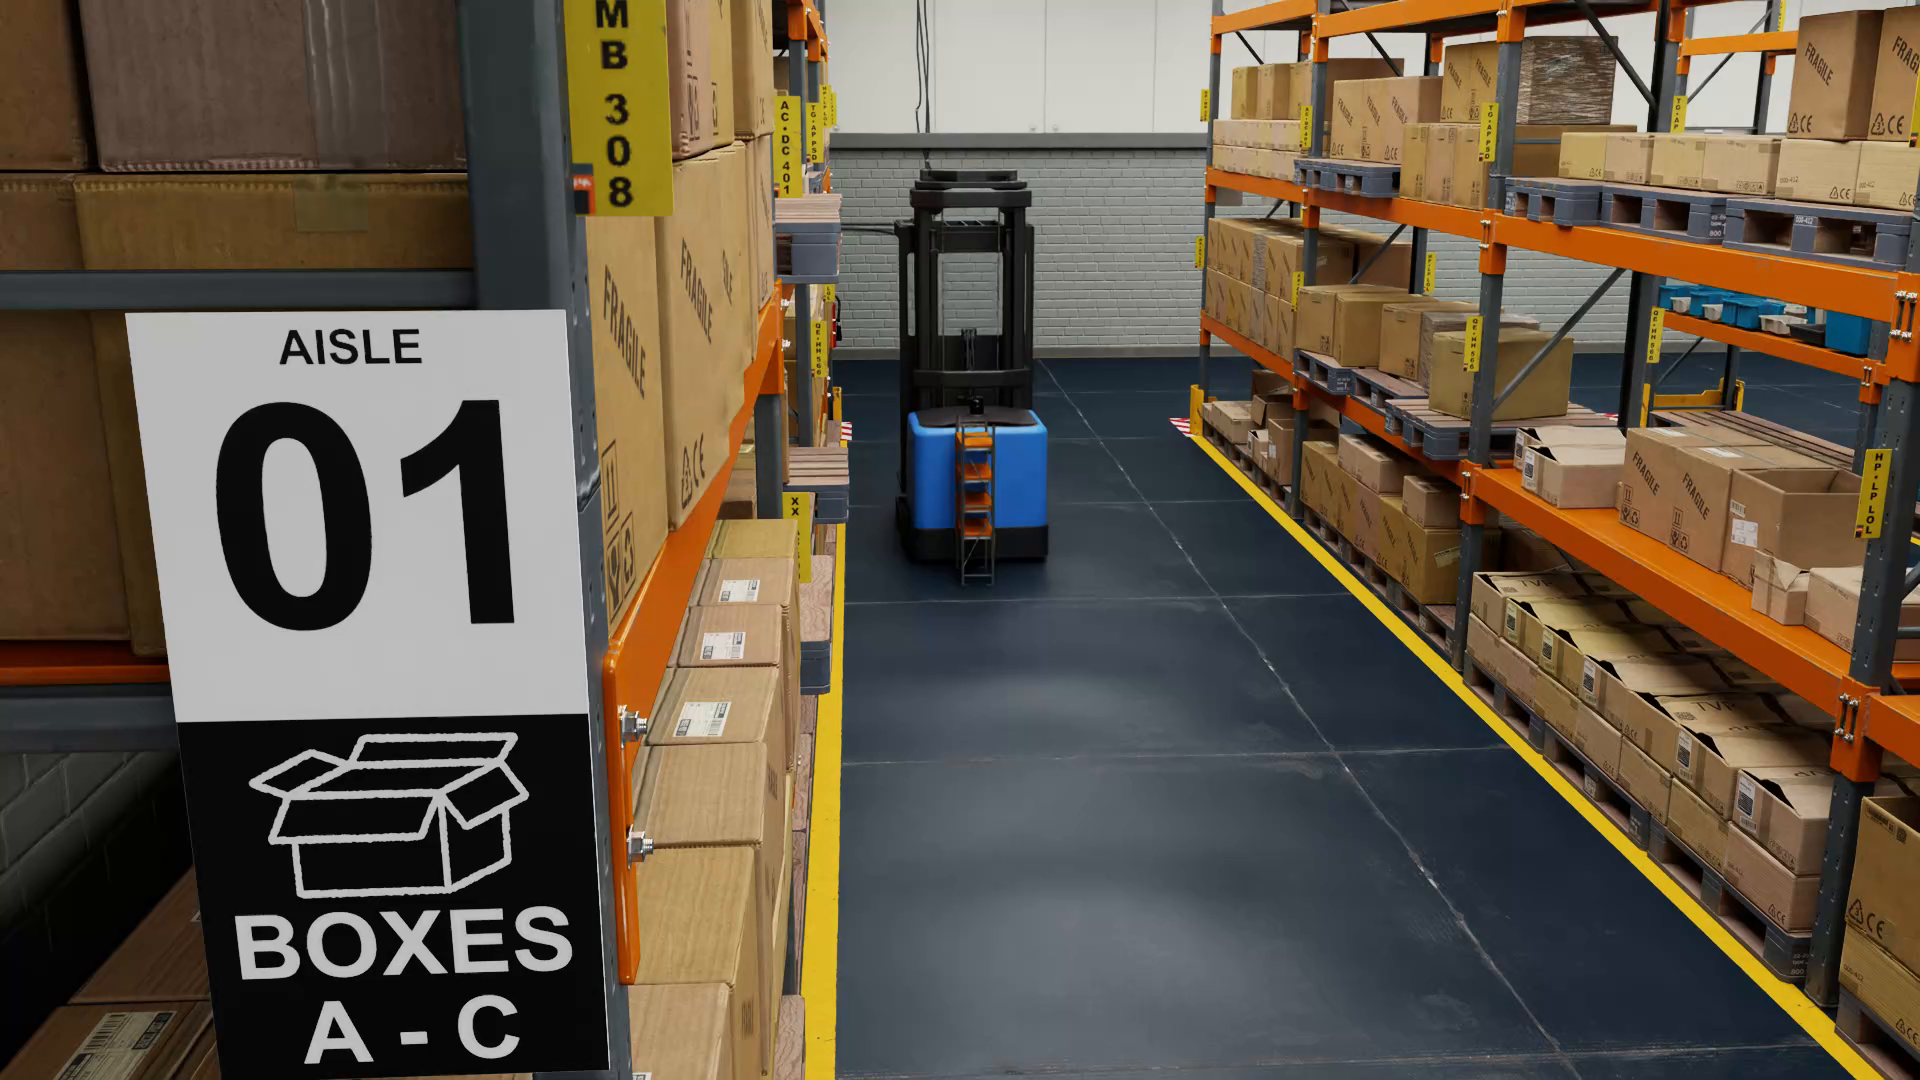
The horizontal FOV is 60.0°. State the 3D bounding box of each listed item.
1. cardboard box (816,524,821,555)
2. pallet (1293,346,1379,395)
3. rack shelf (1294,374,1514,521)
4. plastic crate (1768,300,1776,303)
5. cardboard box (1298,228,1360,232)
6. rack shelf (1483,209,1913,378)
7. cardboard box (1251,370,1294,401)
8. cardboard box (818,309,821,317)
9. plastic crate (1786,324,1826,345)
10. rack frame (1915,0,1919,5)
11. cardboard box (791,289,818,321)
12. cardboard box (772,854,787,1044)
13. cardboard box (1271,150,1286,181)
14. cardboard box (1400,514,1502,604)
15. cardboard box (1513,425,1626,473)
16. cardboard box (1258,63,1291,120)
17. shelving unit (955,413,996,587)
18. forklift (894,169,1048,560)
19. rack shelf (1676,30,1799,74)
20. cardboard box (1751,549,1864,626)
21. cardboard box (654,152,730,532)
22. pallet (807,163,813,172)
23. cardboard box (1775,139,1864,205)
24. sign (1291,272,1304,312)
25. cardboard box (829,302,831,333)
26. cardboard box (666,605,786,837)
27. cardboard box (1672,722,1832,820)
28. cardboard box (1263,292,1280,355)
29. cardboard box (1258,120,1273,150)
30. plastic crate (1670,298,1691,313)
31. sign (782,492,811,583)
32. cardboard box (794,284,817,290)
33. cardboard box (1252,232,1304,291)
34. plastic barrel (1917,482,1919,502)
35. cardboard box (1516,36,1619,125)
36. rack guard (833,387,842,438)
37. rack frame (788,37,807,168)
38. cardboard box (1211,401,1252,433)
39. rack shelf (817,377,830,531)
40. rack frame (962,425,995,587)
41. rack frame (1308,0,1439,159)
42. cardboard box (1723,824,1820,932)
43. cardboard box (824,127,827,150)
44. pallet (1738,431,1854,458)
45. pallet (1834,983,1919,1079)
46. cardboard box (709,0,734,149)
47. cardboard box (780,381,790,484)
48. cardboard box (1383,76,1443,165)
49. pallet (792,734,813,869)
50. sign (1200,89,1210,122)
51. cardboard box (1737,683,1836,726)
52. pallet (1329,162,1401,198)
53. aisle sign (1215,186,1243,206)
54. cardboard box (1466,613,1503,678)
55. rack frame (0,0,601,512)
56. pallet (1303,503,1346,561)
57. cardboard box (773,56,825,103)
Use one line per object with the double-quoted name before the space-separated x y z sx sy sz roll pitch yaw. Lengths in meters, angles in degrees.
"cardboard box" -1.275 0.081 10.662 0.750 0.750 0.750 -1 14 -4
"pallet" 3.276 -1.350 13.140 1.003 0.211 1.213 -1 14 -3
"rack shelf" 3.460 -0.798 12.052 1.077 0.370 4.000 -1 14 -3
"plastic crate" 8.263 -2.415 17.303 0.396 0.136 0.243 -1 14 -3
"cardboard box" 3.491 -2.683 15.725 0.500 0.500 0.500 0 14 -2
"rack shelf" 3.708 -1.256 7.812 1.077 0.370 4.000 -1 14 -3
"cardboard box" 3.367 -1.510 17.508 0.500 0.500 0.500 -1 14 -3
"cardboard box" -1.264 -1.406 12.133 0.500 0.500 0.500 -1 14 -3
"plastic crate" 7.942 -1.889 15.282 0.437 0.125 0.590 -1 14 -3
"rack frame" 8.280 -4.625 13.441 1.000 3.000 0.127 -1 14 -3
"cardboard box" -1.200 -1.512 11.039 0.500 0.250 0.500 -1 14 -3
"cardboard box" -0.679 0.973 3.985 0.500 0.250 0.500 -1 14 -3
"cardboard box" 3.020 -3.265 14.478 0.500 0.250 0.500 -1 14 -3
"cardboard box" 3.291 0.120 11.176 0.500 0.500 0.500 0 14 -1
"cardboard box" 3.563 -0.515 9.686 0.500 0.311 0.500 0 14 0
"cardboard box" 3.158 -4.122 15.301 0.700 0.500 0.500 -1 14 -3
"shelving unit" 0.110 -0.302 12.294 0.258 1.200 0.503 -1 14 -5
"forklift" 0.030 -1.584 13.802 1.130 2.935 3.031 -1 14 -5
"rack shelf" 8.156 -4.580 15.514 1.077 0.370 4.000 -1 14 -3
"cardboard box" 3.594 0.195 7.018 0.396 0.266 0.258 -1 14 -5
"cardboard box" -0.634 -0.314 2.466 0.500 0.500 0.500 0 14 0
"pallet" -1.502 -2.699 12.361 0.805 0.209 1.217 -1 15 -6
"cardboard box" 3.766 -1.528 6.882 0.500 0.250 0.500 -2 15 -9
"sign" 2.795 -2.053 13.747 0.100 0.325 0.005 -1 14 -3
"cardboard box" -1.758 -2.399 16.229 0.980 0.700 0.700 -1 14 -4
"cardboard box" -0.717 0.485 4.377 0.500 0.500 0.500 -1 14 -5
"cardboard box" 3.482 0.977 7.260 0.500 0.311 0.500 0 14 -2
"cardboard box" 3.015 -1.941 14.849 0.500 0.500 0.500 0 14 -2
"cardboard box" 2.978 -3.631 14.899 0.500 0.250 0.500 -1 14 -3
"plastic crate" 7.656 -2.468 17.507 0.250 0.136 0.298 -1 14 -3
"sign" -0.571 -0.006 5.794 0.100 0.325 0.005 -1 14 -3
"cardboard box" -1.238 -1.639 11.533 0.500 0.250 0.500 -1 14 -5
"cardboard box" 2.981 -2.551 15.214 0.500 0.500 0.500 -1 14 -3
"plastic barrel" 8.297 -0.771 13.871 0.600 0.901 0.708 -1 14 -3
"cardboard box" 3.563 -2.743 9.940 0.500 0.500 0.500 -1 14 -3
"rack guard" -1.857 -1.357 17.796 1.175 0.500 0.348 -1 14 -3
"rack frame" -1.360 -3.477 8.981 1.000 3.000 0.127 -1 14 -3
"cardboard box" 2.869 -1.256 17.024 0.500 0.250 0.500 -1 14 -3
"rack shelf" -1.484 -0.721 11.751 1.077 0.370 4.000 -1 14 -3
"rack frame" 0.132 -0.242 12.059 0.240 1.200 0.015 -1 14 -5
"rack frame" 3.336 -4.549 13.148 1.000 3.000 0.127 -1 14 -3
"cardboard box" 3.516 1.375 6.836 0.500 0.250 0.500 -1 14 -4
"cardboard box" -1.405 -3.501 14.352 0.500 0.250 0.500 -1 14 -5
"pallet" 8.117 -0.855 16.427 1.003 0.211 1.213 -1 14 -3
"pallet" 3.839 1.895 5.739 1.003 0.211 1.213 -1 14 -3
"cardboard box" -0.670 -0.929 2.852 0.500 0.500 0.500 0 14 -2
"cardboard box" -1.260 -0.578 8.669 0.700 0.500 0.500 -2 15 -9
"cardboard box" 3.379 -2.939 11.664 0.600 0.600 0.600 -1 15 -6
"pallet" -1.241 1.276 8.144 1.003 0.211 1.213 -1 14 -3
"sign" 2.546 -4.506 17.246 0.100 0.325 0.005 -1 14 -3
"cardboard box" 3.995 0.843 7.782 0.500 0.311 0.500 -1 14 -5
"pallet" 3.373 -2.584 11.908 1.213 0.211 1.003 -1 14 -3
"aisle sign" 2.791 -3.910 17.486 0.394 0.787 0.004 -1 14 -3
"cardboard box" 3.323 0.614 9.795 0.500 0.250 0.500 -1 14 -4
"rack frame" -0.865 -1.487 1.248 1.000 3.000 0.127 -1 14 -3
"pallet" 3.424 -0.092 13.459 1.003 0.211 1.213 -1 14 -3
"cardboard box" -1.372 -3.743 13.787 0.500 0.500 0.500 -1 14 -4
